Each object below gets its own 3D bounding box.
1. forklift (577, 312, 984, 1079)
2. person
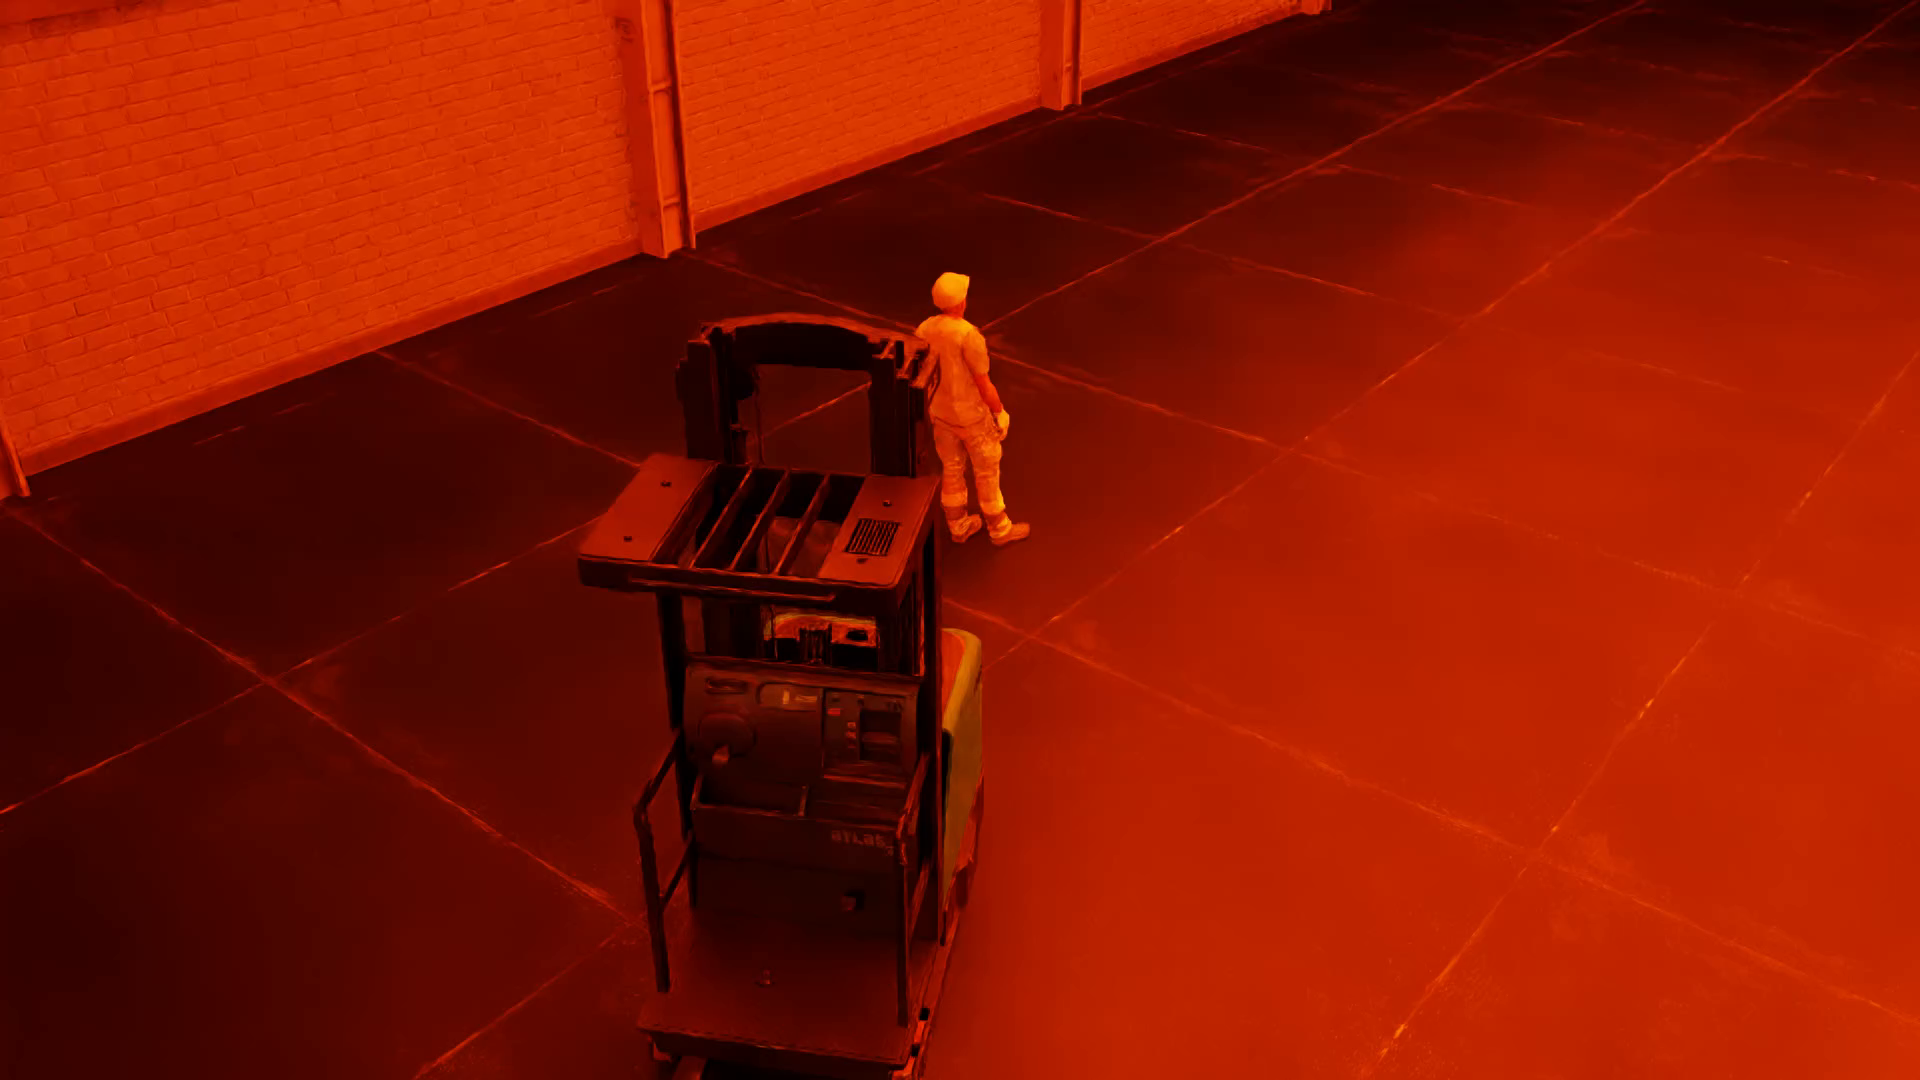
[{"bbox_3d":[-0.658,0.765,6.286,1.130,2.935,3.031,5,31,9],"label":"forklift"},{"bbox_3d":[0.059,-0.806,10.093,0.637,1.787,0.563,22,37,33],"label":"person"}]
